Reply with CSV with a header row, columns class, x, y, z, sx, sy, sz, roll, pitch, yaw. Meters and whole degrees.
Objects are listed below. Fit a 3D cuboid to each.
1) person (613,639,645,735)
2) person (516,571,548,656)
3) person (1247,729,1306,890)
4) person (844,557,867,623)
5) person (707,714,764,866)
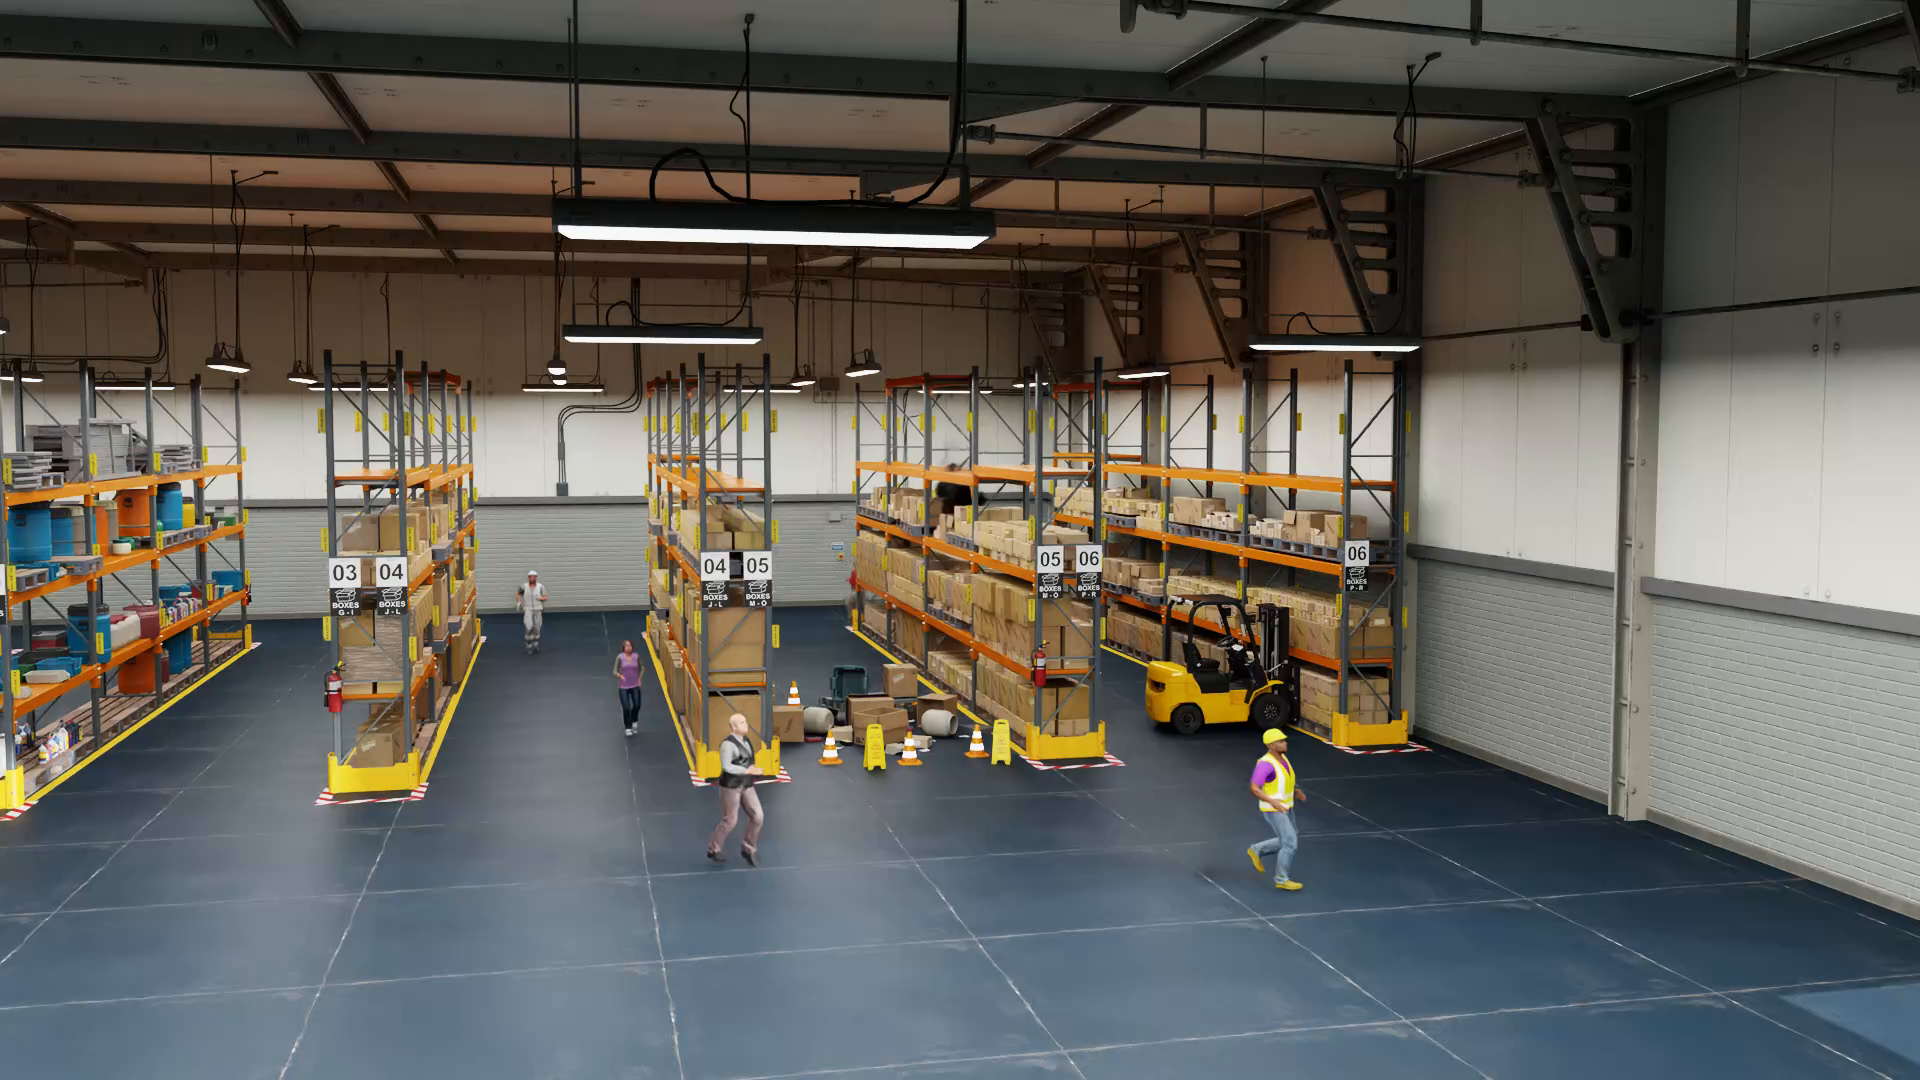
class,x,y,z,sx,sy,sz,roll,pitch,yaw
person,-5.280,2.366,26.596,0.518,1.558,0.548,-1,4,-17
person,-9.318,1.588,36.232,0.647,1.846,0.774,-1,4,-20
person,3.390,2.894,17.964,0.696,1.720,0.704,3,5,34
person,-2.520,1.287,41.750,0.816,1.737,0.761,0,4,-3
person,-2.511,2.855,18.825,0.748,1.800,0.670,2,4,25
